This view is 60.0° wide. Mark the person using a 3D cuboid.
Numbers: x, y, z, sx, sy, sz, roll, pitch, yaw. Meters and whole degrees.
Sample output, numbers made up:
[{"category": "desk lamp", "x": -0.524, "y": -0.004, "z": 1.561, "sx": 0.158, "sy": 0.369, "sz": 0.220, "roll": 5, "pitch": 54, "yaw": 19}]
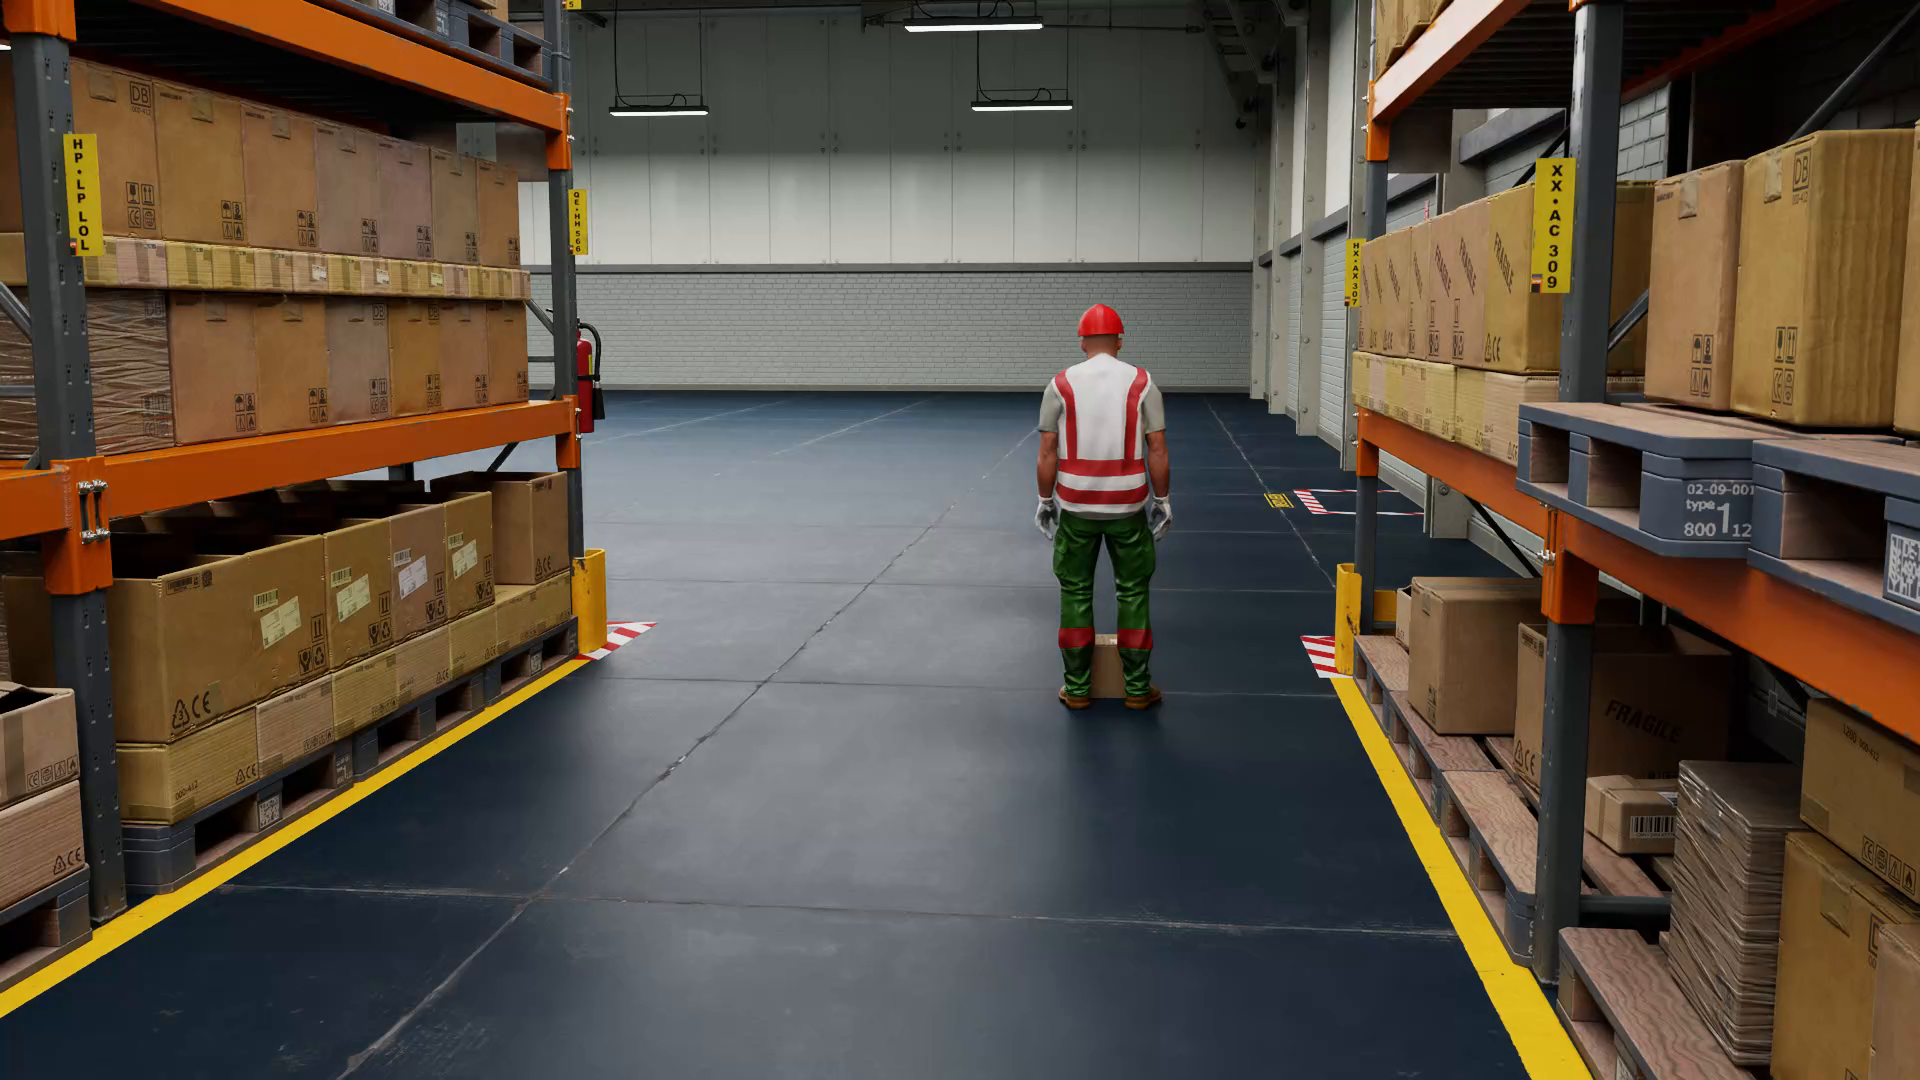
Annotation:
[{"category": "person", "x": 0.636, "y": -0.145, "z": 7.339, "sx": 0.604, "sy": 1.778, "sz": 0.453, "roll": 1, "pitch": 8, "yaw": 6}]
